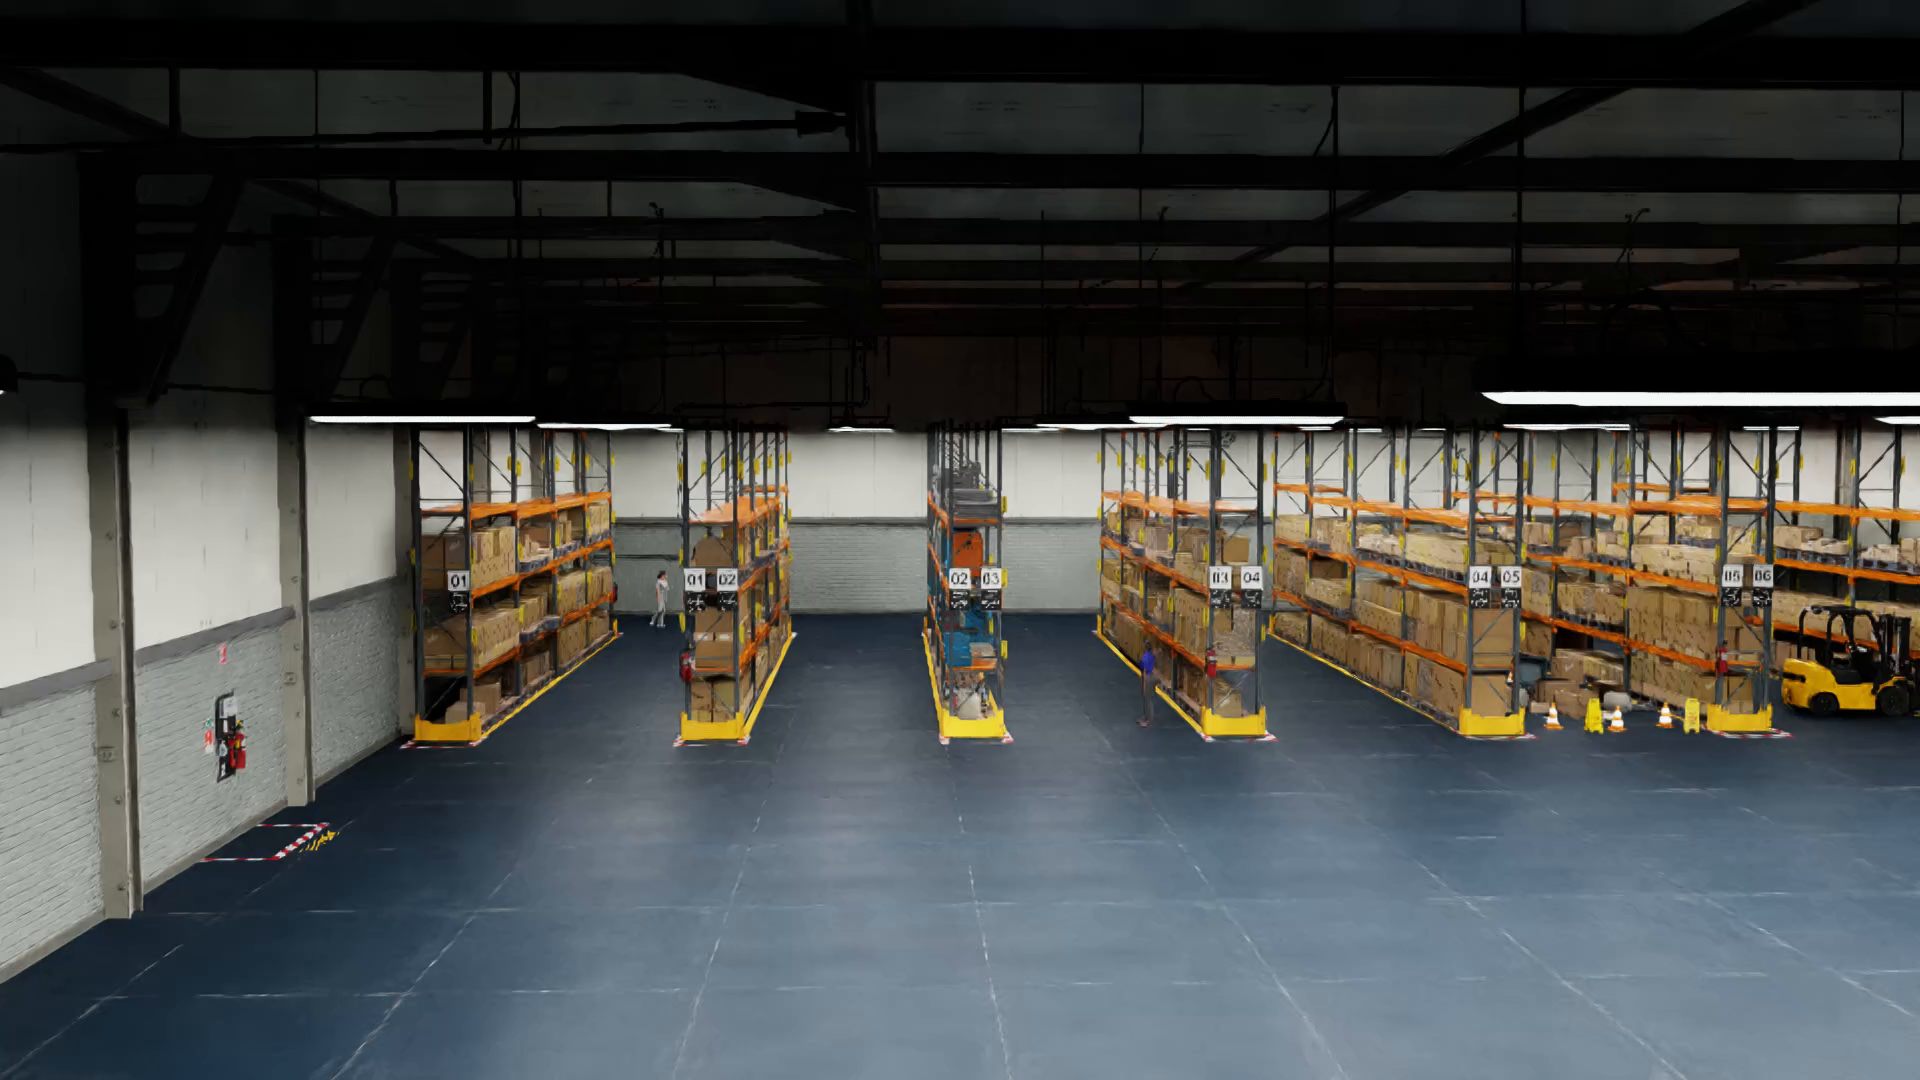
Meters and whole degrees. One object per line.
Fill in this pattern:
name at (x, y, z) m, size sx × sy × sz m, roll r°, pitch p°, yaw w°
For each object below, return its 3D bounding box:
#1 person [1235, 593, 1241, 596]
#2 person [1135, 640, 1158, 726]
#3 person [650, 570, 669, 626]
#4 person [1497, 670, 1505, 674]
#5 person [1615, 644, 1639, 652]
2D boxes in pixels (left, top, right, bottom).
person at (7.948, 1.829, 47.856) m, size 0.682 × 1.675 × 0.535 m, roll 0°, pitch 4°, yaw -3°
person at (3.646, 2.795, 32.636) m, size 0.463 × 1.662 × 0.497 m, roll 2°, pitch 4°, yaw 28°
person at (-8.912, 1.725, 49.276) m, size 0.448 × 1.667 × 0.623 m, roll 2°, pitch 4°, yaw 31°
person at (12.268, 2.448, 38.137) m, size 0.556 × 1.644 × 0.598 m, roll 2°, pitch 4°, yaw 27°
person at (17.536, 2.039, 43.681) m, size 0.592 × 1.744 × 0.668 m, roll 1°, pitch 4°, yaw 18°
